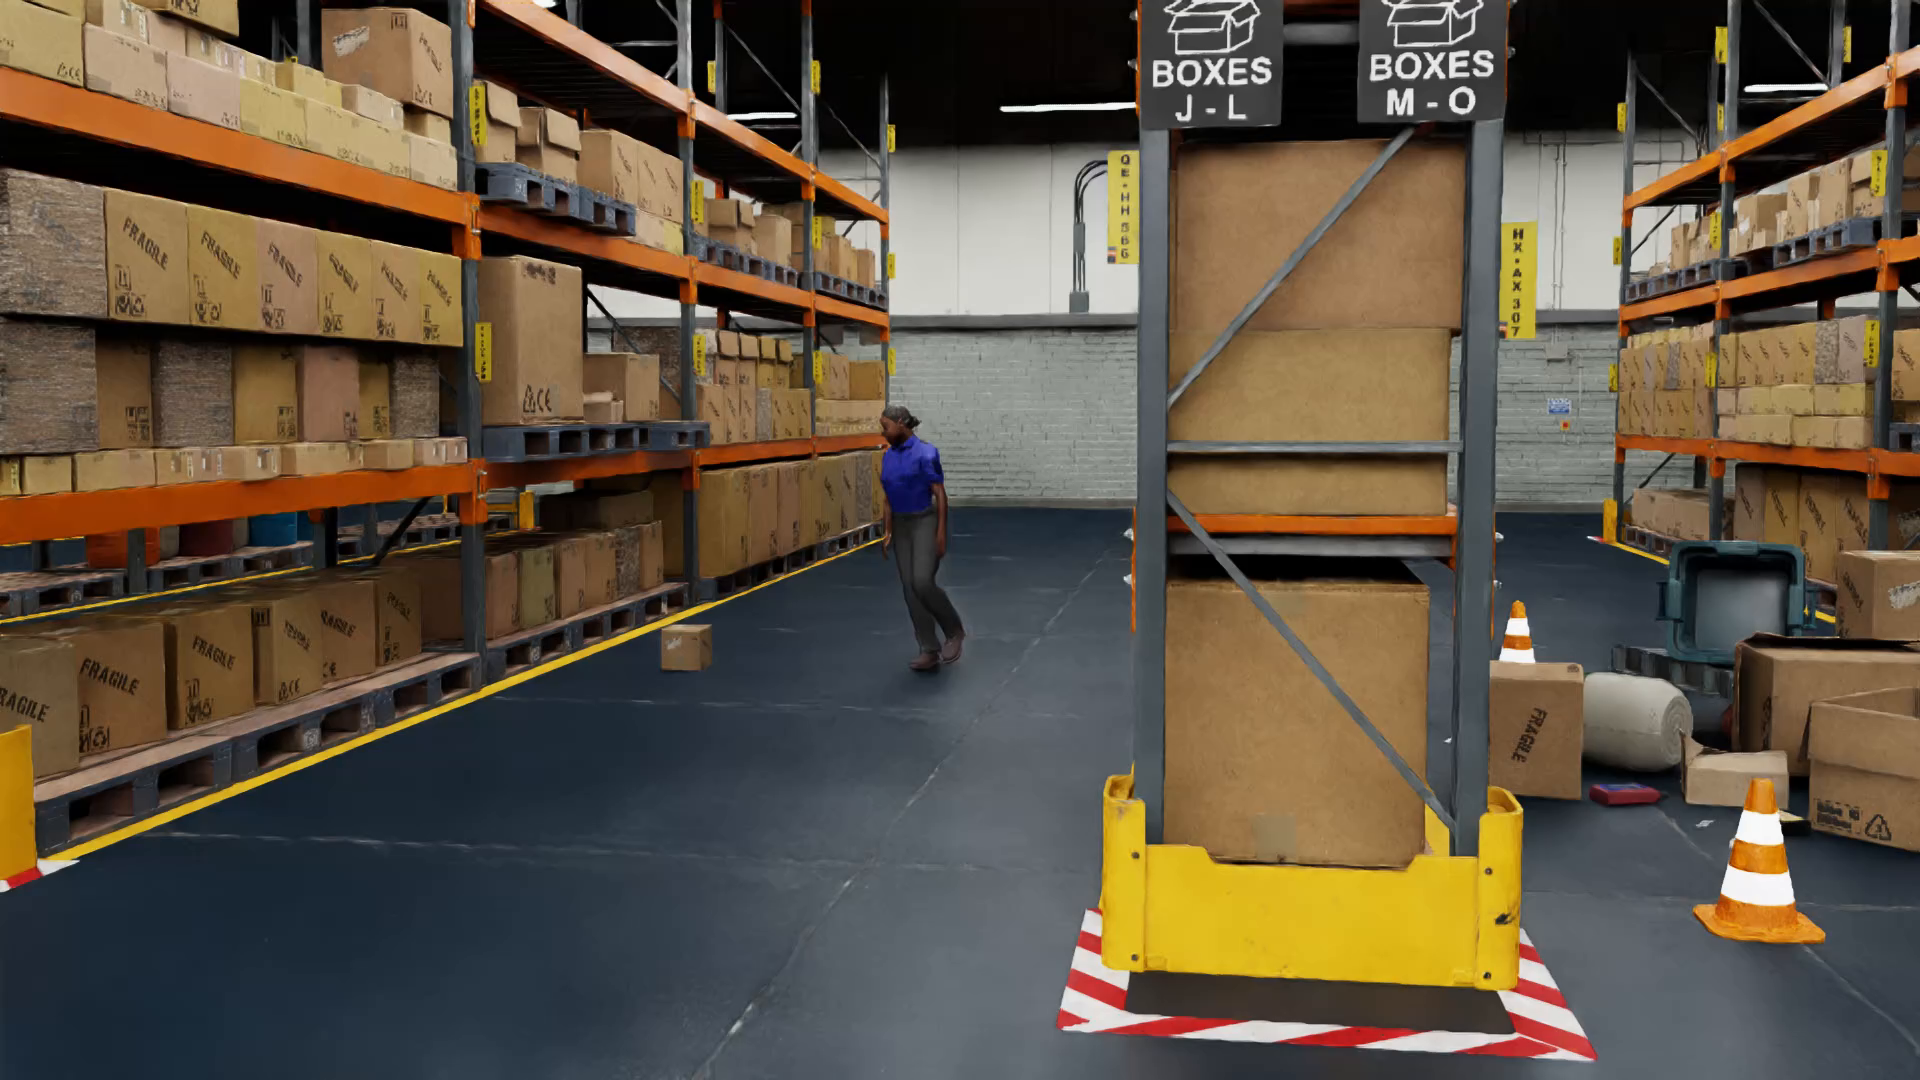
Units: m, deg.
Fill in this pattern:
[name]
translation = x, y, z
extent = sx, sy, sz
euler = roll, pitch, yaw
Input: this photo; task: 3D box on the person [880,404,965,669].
[person]
translation = -0.267, -0.026, 10.330
extent = 0.530, 1.634, 0.453
euler = 4, 6, 38
